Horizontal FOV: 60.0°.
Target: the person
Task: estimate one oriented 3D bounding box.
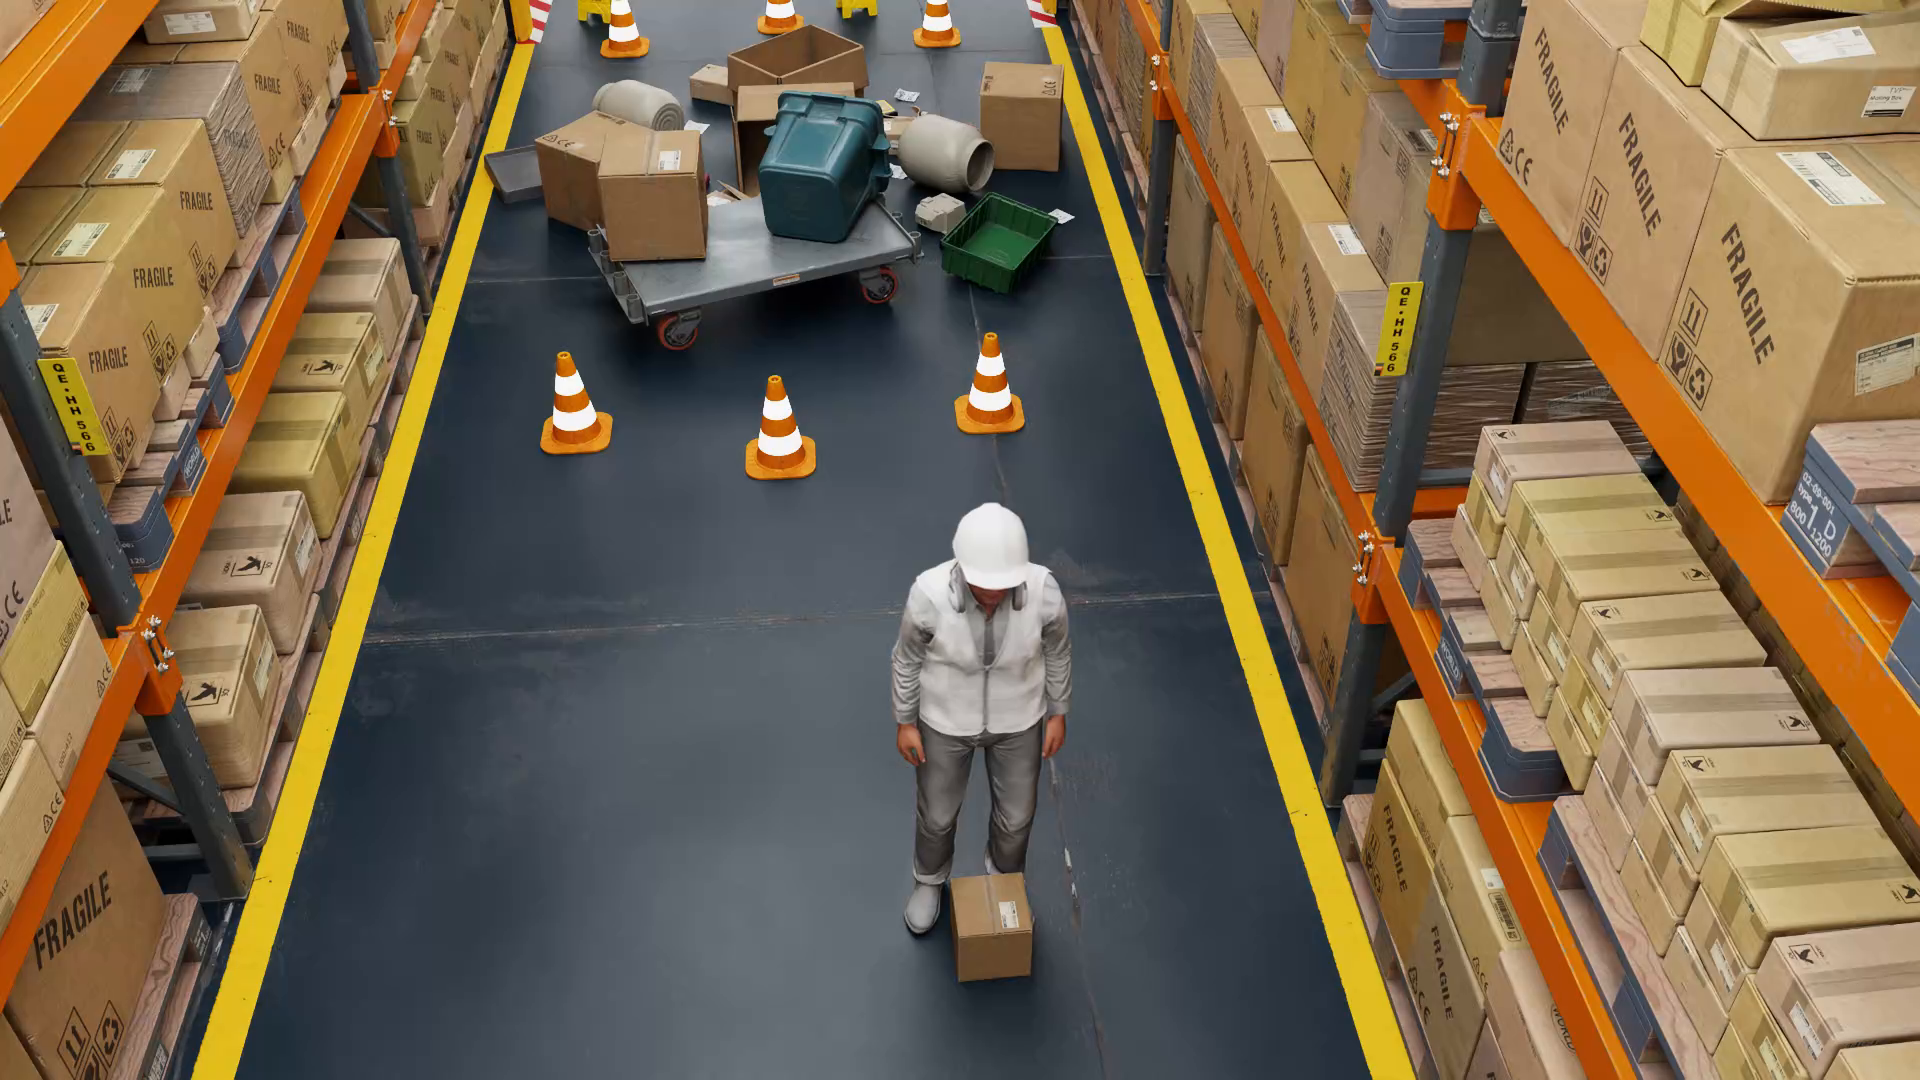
[{"bbox_3d":[0.071,0.574,5.421,0.580,1.772,0.461,-3,39,-4],"label":"person"}]
